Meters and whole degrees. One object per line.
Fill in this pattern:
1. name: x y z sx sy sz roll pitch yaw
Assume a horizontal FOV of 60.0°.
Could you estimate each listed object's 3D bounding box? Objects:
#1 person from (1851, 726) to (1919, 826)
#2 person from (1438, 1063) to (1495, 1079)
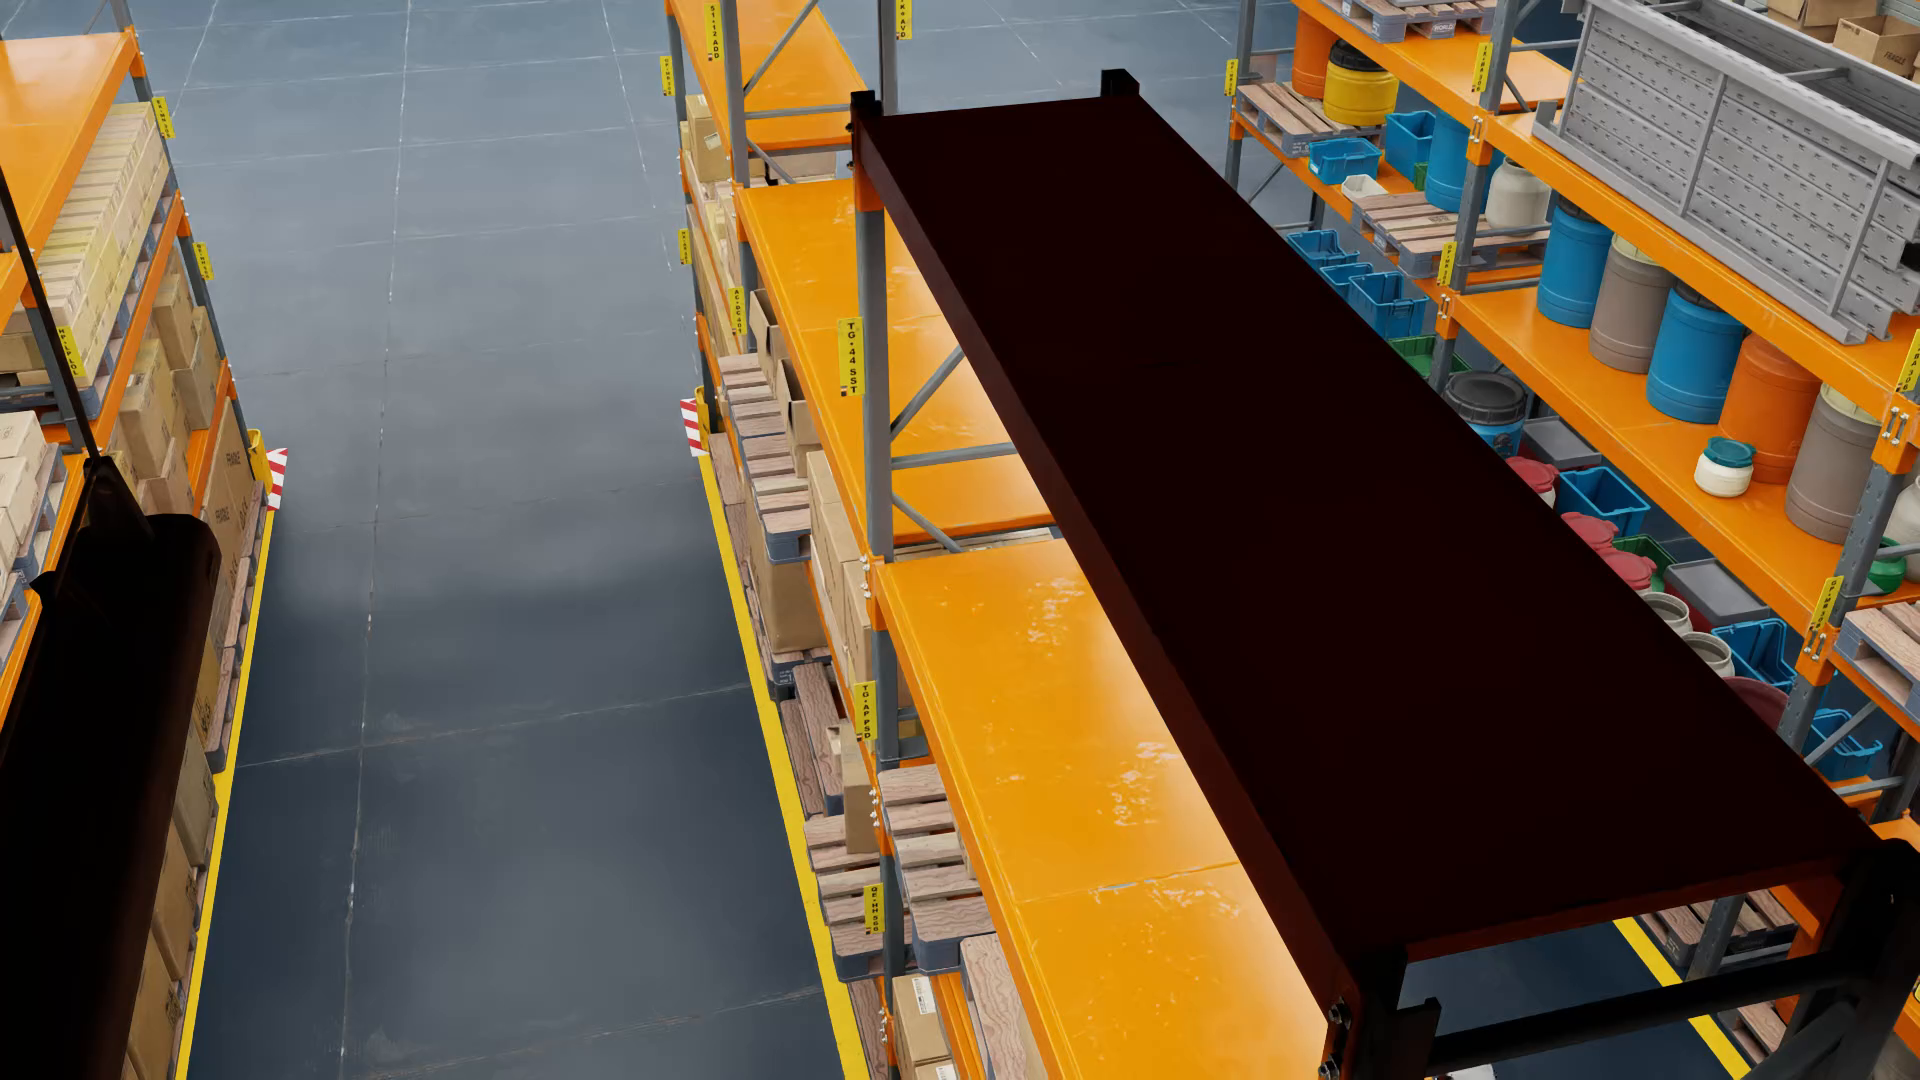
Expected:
1. person: 6.043 1.429 10.504 0.678 1.710 0.588 19 39 26
2. person: 2.335 3.113 8.068 0.457 1.642 0.848 -9 36 -13
